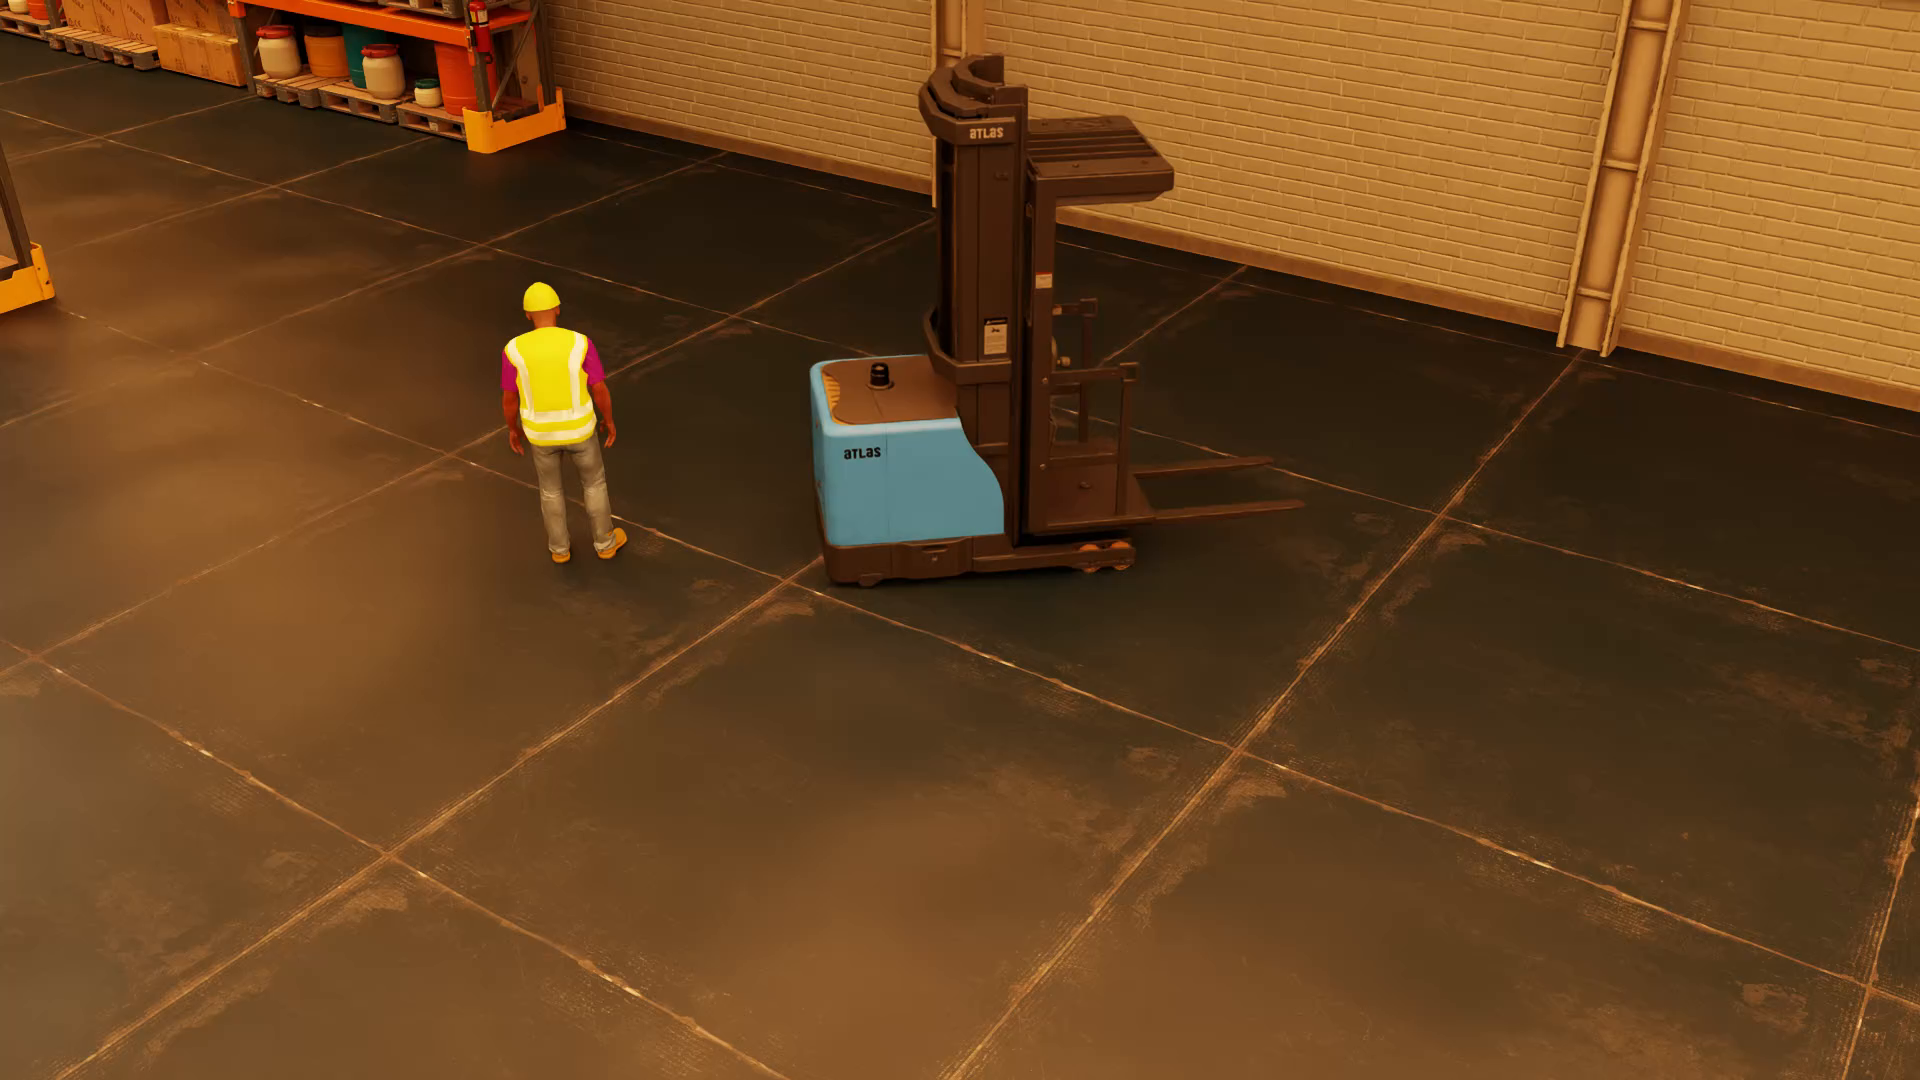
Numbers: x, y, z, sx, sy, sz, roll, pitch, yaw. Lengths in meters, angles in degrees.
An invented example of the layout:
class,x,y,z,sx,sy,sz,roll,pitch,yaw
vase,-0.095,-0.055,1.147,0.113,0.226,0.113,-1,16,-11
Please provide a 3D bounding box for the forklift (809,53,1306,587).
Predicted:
class,x,y,z,sx,sy,sz,roll,pitch,yaw
forklift,0.624,-1.330,9.872,3.031,2.935,1.130,-5,30,-8

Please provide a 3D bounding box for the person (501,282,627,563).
class,x,y,z,sx,sy,sz,roll,pitch,yaw
person,-2.381,-0.683,9.929,0.630,1.759,0.461,-4,30,-7
